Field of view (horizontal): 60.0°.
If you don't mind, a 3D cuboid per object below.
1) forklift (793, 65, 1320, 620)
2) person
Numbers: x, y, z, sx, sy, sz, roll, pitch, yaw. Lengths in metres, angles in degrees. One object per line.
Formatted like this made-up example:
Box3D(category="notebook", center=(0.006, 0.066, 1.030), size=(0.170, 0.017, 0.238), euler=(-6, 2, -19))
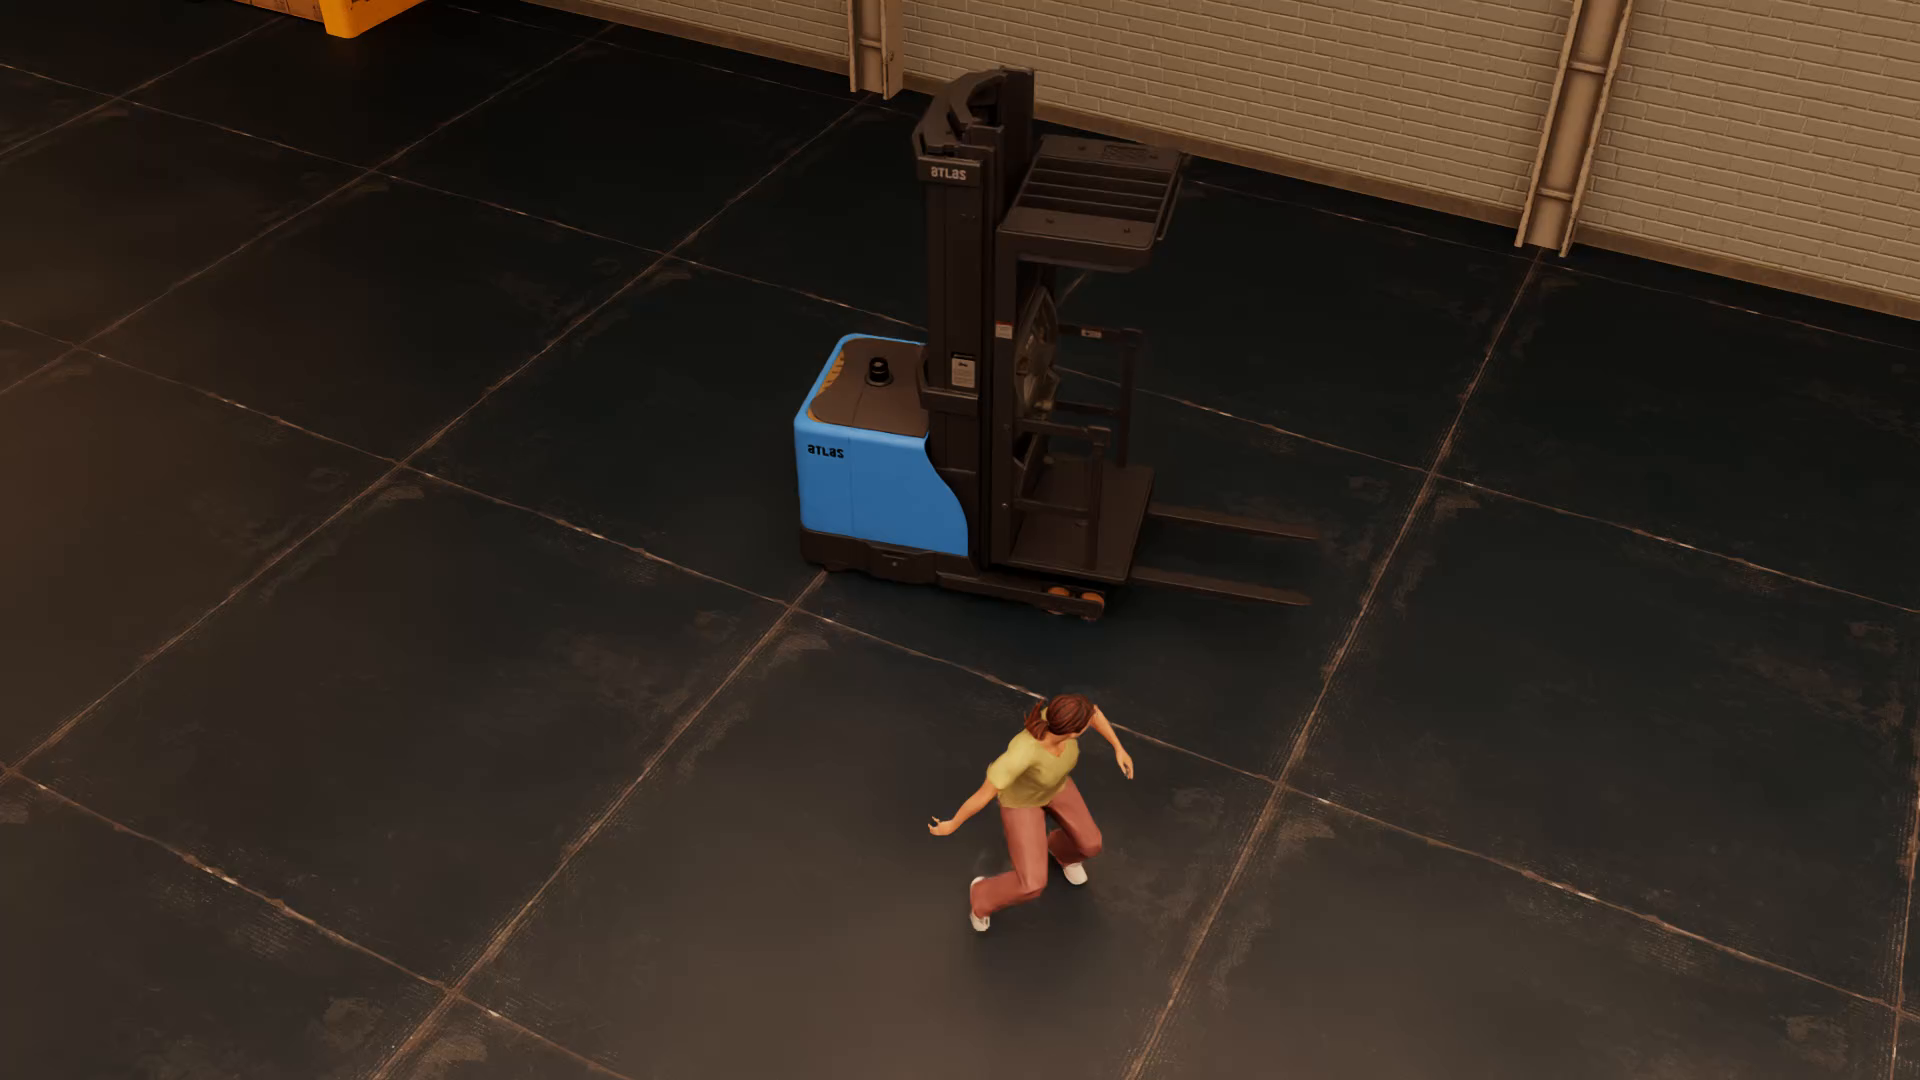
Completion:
Box3D(category="forklift", center=(0.610, -1.033, 9.212), size=(3.031, 2.935, 1.130), euler=(9, 41, 11))
Box3D(category="person", center=(0.340, 1.242, 7.670), size=(0.913, 1.567, 0.473), euler=(-29, 48, -30))
